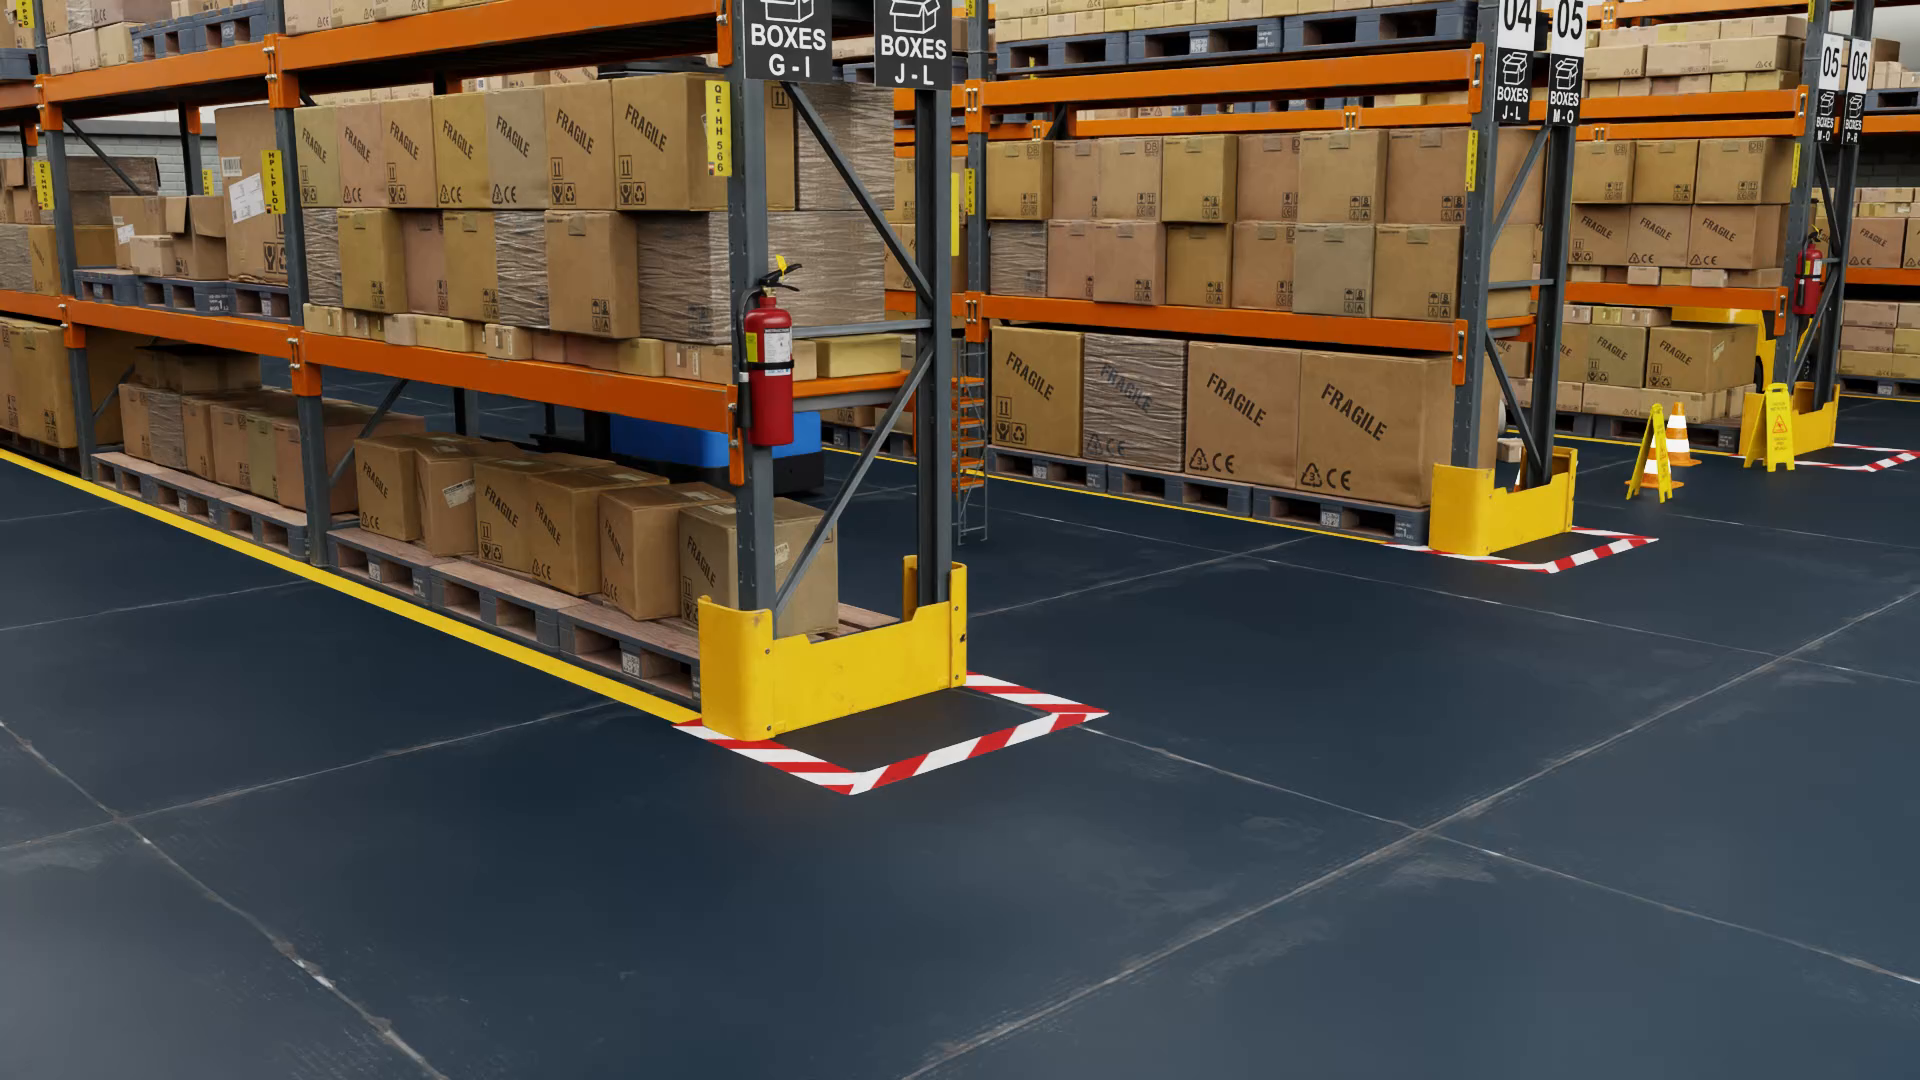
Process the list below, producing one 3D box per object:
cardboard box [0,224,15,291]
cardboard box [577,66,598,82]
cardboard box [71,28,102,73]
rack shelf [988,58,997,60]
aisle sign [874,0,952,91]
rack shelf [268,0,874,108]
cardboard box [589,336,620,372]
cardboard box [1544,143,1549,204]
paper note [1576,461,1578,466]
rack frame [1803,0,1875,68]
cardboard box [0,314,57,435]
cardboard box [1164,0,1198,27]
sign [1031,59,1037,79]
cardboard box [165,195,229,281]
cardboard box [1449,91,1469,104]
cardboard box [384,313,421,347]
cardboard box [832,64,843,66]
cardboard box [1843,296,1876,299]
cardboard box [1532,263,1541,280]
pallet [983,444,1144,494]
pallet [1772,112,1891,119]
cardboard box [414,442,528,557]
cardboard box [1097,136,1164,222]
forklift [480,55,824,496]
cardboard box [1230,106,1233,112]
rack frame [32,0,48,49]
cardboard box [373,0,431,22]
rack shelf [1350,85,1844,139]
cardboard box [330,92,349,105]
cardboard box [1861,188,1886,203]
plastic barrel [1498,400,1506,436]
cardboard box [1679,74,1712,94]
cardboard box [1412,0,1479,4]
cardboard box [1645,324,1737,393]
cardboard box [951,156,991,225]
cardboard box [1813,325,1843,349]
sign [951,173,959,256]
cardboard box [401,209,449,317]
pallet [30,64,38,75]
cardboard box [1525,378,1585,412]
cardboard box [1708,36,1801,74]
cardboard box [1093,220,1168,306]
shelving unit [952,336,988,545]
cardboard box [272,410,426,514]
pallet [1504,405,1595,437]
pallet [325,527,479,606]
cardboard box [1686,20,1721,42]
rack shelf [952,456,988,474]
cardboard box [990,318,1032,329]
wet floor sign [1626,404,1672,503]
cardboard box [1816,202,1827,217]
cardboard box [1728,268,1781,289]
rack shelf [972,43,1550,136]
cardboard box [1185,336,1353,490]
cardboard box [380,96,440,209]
[{"bbox_3d":[-7.181,-2.206,12.936,0.500,0.500,0.500,11,16,43],"label":"cardboard box"},{"bbox_3d":[-3.235,-4.284,15.589,0.500,0.500,0.500,-11,16,-43],"label":"cardboard box"},{"bbox_3d":[-5.465,-3.187,10.884,0.500,0.250,0.500,-10,16,-41],"label":"cardboard box"},{"bbox_3d":[0.652,-7.503,25.822,1.077,0.370,4.000,-11,16,-43],"label":"rack shelf"},{"bbox_3d":[-0.175,-2.109,6.271,0.394,0.787,0.004,-11,16,-43],"label":"aisle sign"},{"bbox_3d":[-1.816,-2.211,7.561,1.077,0.370,4.000,-11,16,-43],"label":"rack shelf"},{"bbox_3d":[-1.325,-0.797,6.969,0.380,0.149,0.250,-11,16,-43],"label":"cardboard box"},{"bbox_3d":[5.207,-3.139,14.253,0.700,0.500,0.500,-11,16,-43],"label":"cardboard box"},{"bbox_3d":[4.640,-0.590,12.700,0.142,0.019,0.148,6,13,26],"label":"paper note"},{"bbox_3d":[6.732,-5.122,12.472,1.000,3.000,0.127,-11,16,-43],"label":"rack frame"},{"bbox_3d":[-7.031,-1.370,13.353,1.225,0.875,0.875,-11,16,-42],"label":"cardboard box"},{"bbox_3d":[1.516,-3.341,10.596,0.380,0.149,0.250,-11,16,-42],"label":"cardboard box"},{"bbox_3d":[0.801,-5.036,18.011,0.100,0.325,0.005,-11,16,-43],"label":"sign"},{"bbox_3d":[-4.461,-1.883,10.320,0.797,0.503,0.637,-9,15,-37],"label":"cardboard box"},{"bbox_3d":[4.544,-3.925,14.718,0.380,0.149,0.250,-10,15,-41],"label":"cardboard box"},{"bbox_3d":[-2.588,-1.042,8.157,0.380,0.149,0.250,-11,16,-43],"label":"cardboard box"},{"bbox_3d":[-1.261,-4.042,13.598,0.500,0.311,0.500,-11,16,-44],"label":"cardboard box"},{"bbox_3d":[9.440,-2.468,17.753,0.500,0.250,0.500,-11,16,-43],"label":"cardboard box"},{"bbox_3d":[5.027,-2.333,14.424,0.380,0.149,0.250,-11,16,-43],"label":"cardboard box"},{"bbox_3d":[0.928,-0.575,12.181,1.003,0.211,1.213,-11,16,-43],"label":"pallet"},{"bbox_3d":[9.004,-4.587,17.526,1.003,0.211,1.213,-11,16,-43],"label":"pallet"},{"bbox_3d":[-2.549,-0.221,8.706,0.500,0.500,0.500,-5,13,-25],"label":"cardboard box"},{"bbox_3d":[1.427,-2.445,11.296,0.875,0.550,0.550,-11,16,-43],"label":"cardboard box"},{"bbox_3d":[-2.358,-1.865,11.699,3.031,2.935,1.130,10,16,41],"label":"forklift"},{"bbox_3d":[3.845,-5.765,22.411,0.380,0.149,0.250,-11,16,-43],"label":"cardboard box"},{"bbox_3d":[-5.960,-4.909,11.436,1.000,3.000,0.127,-11,16,-43],"label":"rack frame"},{"bbox_3d":[-2.367,-2.530,7.697,0.500,0.250,0.500,11,16,43],"label":"cardboard box"},{"bbox_3d":[5.351,-3.592,14.264,1.077,0.370,4.000,-11,16,-43],"label":"rack shelf"},{"bbox_3d":[-7.011,-5.203,19.431,0.500,0.250,0.500,-11,16,-42],"label":"cardboard box"},{"bbox_3d":[9.409,-3.524,16.990,0.380,0.149,0.250,-11,16,-42],"label":"cardboard box"},{"bbox_3d":[4.211,-1.012,13.776,0.512,0.421,0.421,-1,12,-4],"label":"plastic barrel"},{"bbox_3d":[5.929,-3.618,13.229,0.380,0.149,0.250,-10,15,-41],"label":"cardboard box"},{"bbox_3d":[2.747,-3.081,9.334,0.380,0.149,0.250,-11,16,-43],"label":"cardboard box"},{"bbox_3d":[5.991,-1.490,13.627,0.500,0.500,0.500,-11,16,-42],"label":"cardboard box"},{"bbox_3d":[0.113,-2.673,12.727,0.700,0.500,0.500,-11,16,-44],"label":"cardboard box"},{"bbox_3d":[9.047,-2.154,17.469,0.500,0.250,0.500,-11,16,-44],"label":"cardboard box"},{"bbox_3d":[-0.043,-1.302,6.654,0.100,0.325,0.005,-11,16,-43],"label":"sign"},{"bbox_3d":[-2.193,-1.370,8.143,0.875,0.500,0.500,-11,16,-43],"label":"cardboard box"},{"bbox_3d":[-7.217,-3.596,12.968,1.003,0.211,1.213,-10,15,-40],"label":"pallet"},{"bbox_3d":[5.262,-1.275,14.442,0.500,0.250,0.500,11,16,43],"label":"cardboard box"},{"bbox_3d":[6.184,-3.762,12.940,0.500,0.250,0.500,-11,16,-43],"label":"cardboard box"},{"bbox_3d":[1.407,-1.912,11.386,0.875,0.550,0.550,-11,16,-43],"label":"cardboard box"},{"bbox_3d":[0.010,-0.586,9.780,0.258,1.200,0.189,-11,16,-43],"label":"shelving unit"},{"bbox_3d":[-3.606,-0.470,9.865,0.500,0.500,0.700,10,15,41],"label":"cardboard box"},{"bbox_3d":[5.306,-1.130,14.875,1.003,0.211,1.213,-11,16,-43],"label":"pallet"},{"bbox_3d":[-2.708,0.072,9.037,1.003,0.211,1.213,-11,16,-43],"label":"pallet"},{"bbox_3d":[5.946,-4.006,13.136,0.380,0.149,0.250,-11,16,-43],"label":"cardboard box"},{"bbox_3d":[0.010,-0.424,9.813,0.258,0.103,0.180,-11,16,-43],"label":"rack shelf"},{"bbox_3d":[0.791,-2.629,19.461,0.875,0.875,0.875,-11,16,-43],"label":"cardboard box"},{"bbox_3d":[4.674,-0.598,11.214,0.232,0.644,0.267,8,14,35],"label":"wet floor sign"},{"bbox_3d":[8.974,-3.438,17.310,0.380,0.149,0.250,-11,16,-42],"label":"cardboard box"},{"bbox_3d":[6.320,-2.085,13.222,0.380,0.149,0.250,-10,15,-41],"label":"cardboard box"},{"bbox_3d":[1.841,-2.888,10.844,1.077,0.370,4.000,-11,16,-43],"label":"rack shelf"},{"bbox_3d":[2.097,-0.862,10.887,0.875,0.875,0.875,-11,16,-43],"label":"cardboard box"},{"bbox_3d":[-2.379,-1.824,7.868,0.500,0.500,0.500,-11,16,-43],"label":"cardboard box"}]
